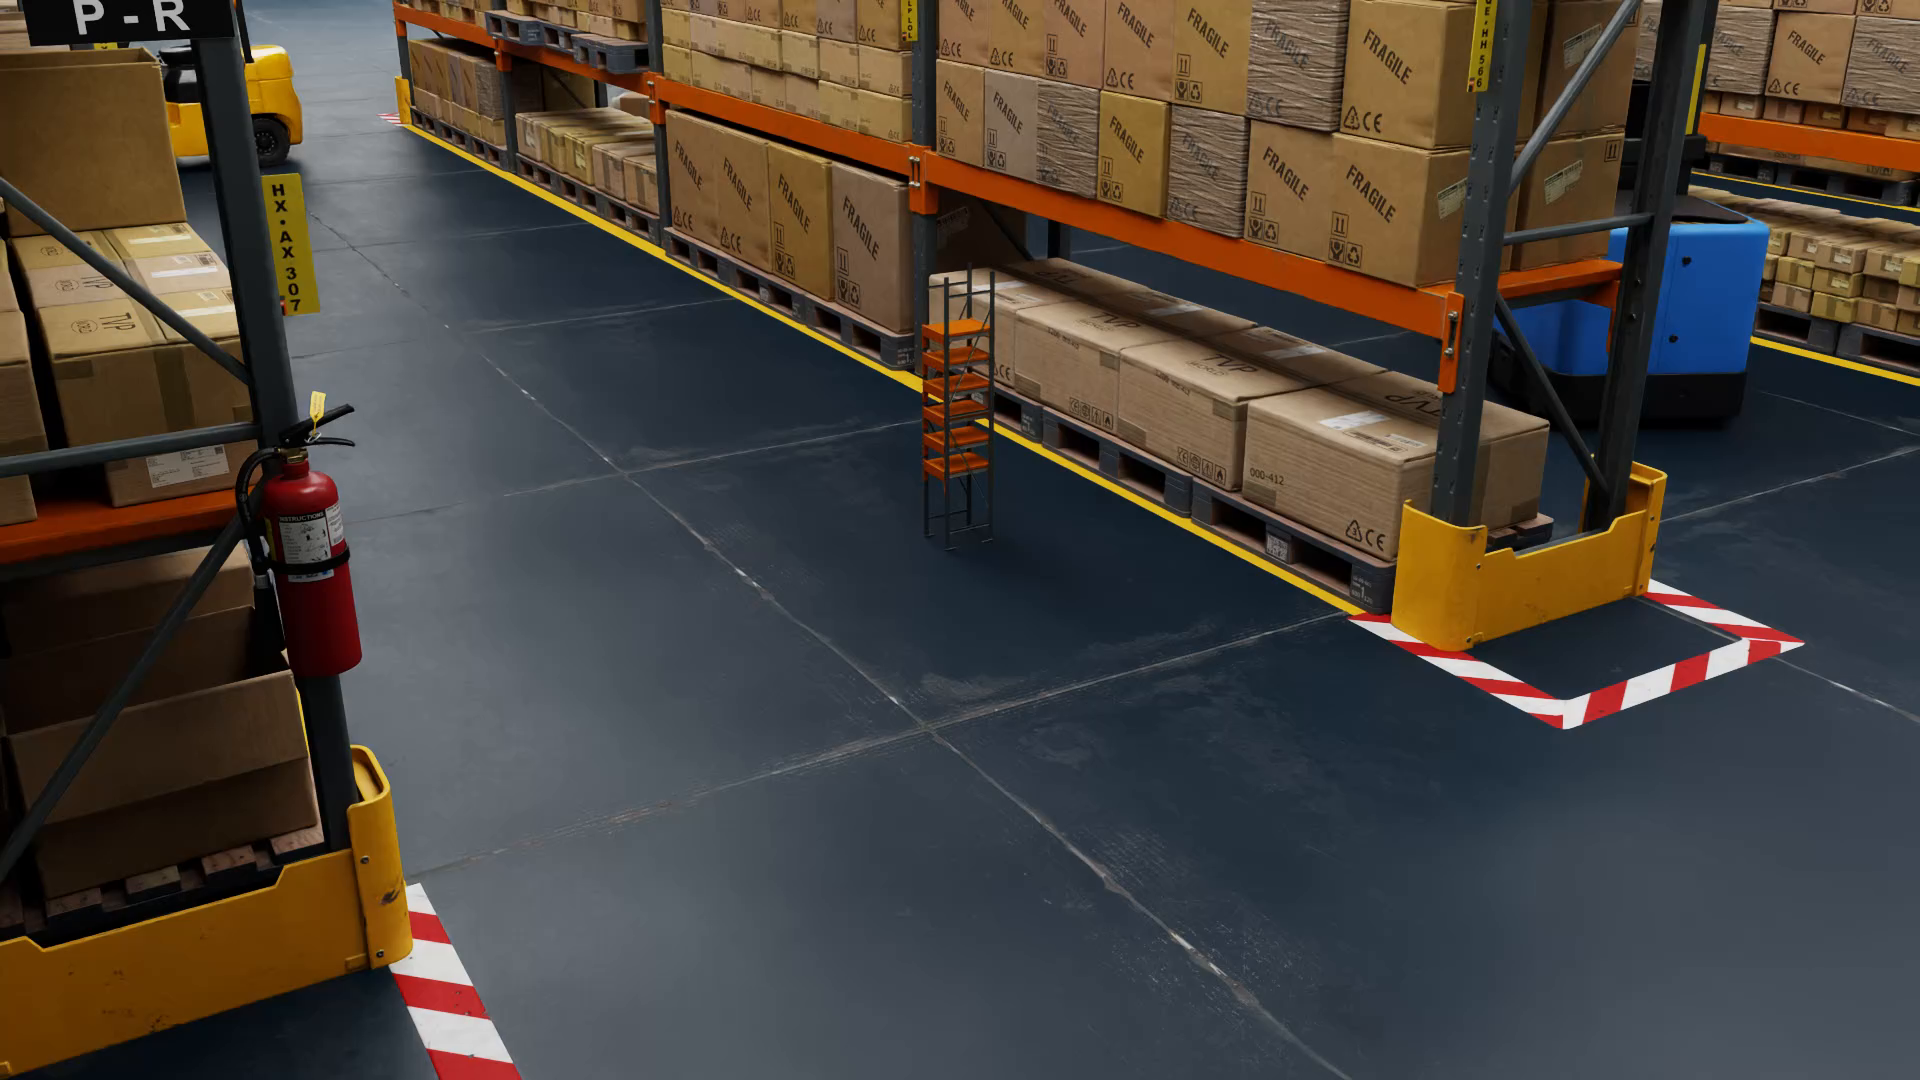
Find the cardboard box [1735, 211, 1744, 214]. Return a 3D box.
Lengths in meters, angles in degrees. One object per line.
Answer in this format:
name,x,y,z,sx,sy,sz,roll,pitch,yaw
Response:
cardboard box,4.871,-2.060,10.833,0.380,0.149,0.250,-12,25,-27

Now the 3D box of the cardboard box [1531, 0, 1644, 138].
cardboard box,2.239,-1.853,6.425,0.500,0.500,0.500,-13,26,-29

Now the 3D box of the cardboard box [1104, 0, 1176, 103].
cardboard box,0.991,-2.240,7.379,0.500,0.500,0.500,-13,25,-29

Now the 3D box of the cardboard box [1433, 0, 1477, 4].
cardboard box,1.884,-2.021,5.977,0.380,0.149,0.250,-12,25,-28

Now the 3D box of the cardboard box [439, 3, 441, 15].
cardboard box,-5.184,-5.532,17.273,0.380,0.149,0.250,-13,26,-30

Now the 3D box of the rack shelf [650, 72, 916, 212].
rack shelf,-0.826,-2.742,11.029,1.077,0.370,4.000,-13,25,-28

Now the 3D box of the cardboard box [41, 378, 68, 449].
cardboard box,-2.292,-0.372,4.576,0.380,0.149,0.250,-13,25,-29

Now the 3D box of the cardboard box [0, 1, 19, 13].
cardboard box,-6.022,-3.273,10.387,0.380,0.149,0.250,-12,25,-27

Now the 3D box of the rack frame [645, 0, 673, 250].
rack frame,-1.847,-3.723,12.487,1.000,3.000,0.127,-13,25,-28

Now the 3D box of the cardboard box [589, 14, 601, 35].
cardboard box,-2.705,-4.091,13.168,0.380,0.149,0.250,-14,26,-31

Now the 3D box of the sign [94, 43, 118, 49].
sign,-3.607,-1.980,7.049,0.100,0.325,0.005,-13,25,-28

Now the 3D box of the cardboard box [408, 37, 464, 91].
cardboard box,-5.747,-5.259,18.363,0.500,0.500,0.500,-14,26,-30

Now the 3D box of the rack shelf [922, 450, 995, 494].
rack shelf,-0.007,-0.297,7.204,0.258,0.103,0.180,-13,25,-28

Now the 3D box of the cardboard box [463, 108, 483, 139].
cardboard box,-4.704,-4.248,16.874,0.500,0.250,0.500,-13,26,-30

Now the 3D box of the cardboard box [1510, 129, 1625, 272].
cardboard box,2.241,-1.390,6.615,0.500,0.500,0.500,-13,25,-29

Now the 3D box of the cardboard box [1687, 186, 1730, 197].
cardboard box,5.103,-2.343,11.530,0.380,0.149,0.250,-13,25,-29

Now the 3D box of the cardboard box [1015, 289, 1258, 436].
cardboard box,0.882,-0.922,8.441,0.875,0.438,0.875,-13,26,-30

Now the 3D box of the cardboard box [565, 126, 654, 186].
cardboard box,-2.894,-3.369,14.548,0.950,0.372,0.625,-12,25,-26

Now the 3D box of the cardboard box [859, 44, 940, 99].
cardboard box,-0.238,-2.686,9.471,0.500,0.250,0.500,-13,25,-28

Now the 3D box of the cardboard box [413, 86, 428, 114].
cardboard box,-5.760,-4.919,18.523,0.500,0.250,0.500,-13,25,-29

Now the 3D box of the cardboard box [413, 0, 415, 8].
cardboard box,-5.731,-5.866,18.093,0.380,0.149,0.250,-14,26,-30

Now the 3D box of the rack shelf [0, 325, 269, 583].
rack shelf,-3.048,-0.491,5.492,1.077,0.370,4.000,-13,25,-28

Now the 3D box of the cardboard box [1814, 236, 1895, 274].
cardboard box,5.371,-1.714,9.983,0.380,0.149,0.250,-12,25,-26

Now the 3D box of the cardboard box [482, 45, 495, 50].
cardboard box,-4.779,-5.038,17.821,0.500,0.500,0.500,-13,26,-29

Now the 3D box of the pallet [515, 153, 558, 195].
pallet,-3.492,-3.474,15.578,1.003,0.211,1.213,-13,25,-28

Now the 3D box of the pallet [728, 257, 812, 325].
pallet,-0.890,-1.767,11.378,1.003,0.211,1.213,-13,25,-28

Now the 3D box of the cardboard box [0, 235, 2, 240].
cardboard box,-3.267,-0.841,5.201,0.500,0.250,0.500,-13,25,-28

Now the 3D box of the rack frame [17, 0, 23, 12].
rack frame,-6.113,-2.767,10.135,1.000,3.000,0.127,-13,25,-28

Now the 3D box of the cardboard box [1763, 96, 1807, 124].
cardboard box,5.154,-2.647,10.173,0.380,0.149,0.250,-12,25,-26

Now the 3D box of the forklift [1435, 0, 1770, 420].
forklift,3.512,-2.493,9.553,1.130,2.935,3.031,-1,22,-3

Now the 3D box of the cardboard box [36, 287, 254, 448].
cardboard box,-2.026,-0.444,4.224,0.500,0.250,0.500,-12,25,-28

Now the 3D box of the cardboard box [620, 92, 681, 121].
cardboard box,-3.268,-4.469,17.640,0.500,0.500,0.500,4,22,9

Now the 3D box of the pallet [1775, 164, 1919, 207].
pallet,8.256,-3.277,15.094,1.003,0.211,1.213,-13,25,-28

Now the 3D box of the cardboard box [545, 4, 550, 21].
cardboard box,-3.329,-4.525,14.236,0.380,0.149,0.250,-12,25,-28

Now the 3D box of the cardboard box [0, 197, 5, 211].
cardboard box,-3.088,-1.099,5.836,0.500,0.250,0.500,-13,25,-29

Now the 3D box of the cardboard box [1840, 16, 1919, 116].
cardboard box,5.466,-2.728,9.511,0.500,0.500,0.500,-13,25,-28

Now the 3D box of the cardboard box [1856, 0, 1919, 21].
cardboard box,5.463,-3.196,9.335,0.500,0.500,0.500,-11,25,-26

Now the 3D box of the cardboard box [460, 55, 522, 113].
cardboard box,-4.685,-4.590,16.718,0.500,0.500,0.500,-12,25,-27

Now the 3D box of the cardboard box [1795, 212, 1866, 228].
cardboard box,5.567,-1.987,10.656,0.380,0.149,0.250,-13,25,-28

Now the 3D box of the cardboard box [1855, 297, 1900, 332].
cardboard box,5.578,-1.365,9.915,0.380,0.149,0.250,-12,25,-28

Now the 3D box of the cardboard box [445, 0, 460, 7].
cardboard box,-4.869,-5.630,16.651,0.500,0.500,0.500,-12,25,-27

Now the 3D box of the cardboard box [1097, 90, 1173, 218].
cardboard box,0.976,-1.779,7.572,0.500,0.500,0.500,-12,25,-27

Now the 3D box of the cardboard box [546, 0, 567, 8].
cardboard box,-3.129,-4.700,13.806,0.500,0.500,0.500,-14,26,-30

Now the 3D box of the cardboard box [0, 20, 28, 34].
cardboard box,-4.790,-2.334,8.380,0.700,0.500,0.500,-13,25,-29

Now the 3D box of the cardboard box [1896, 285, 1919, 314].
cardboard box,5.661,-1.413,9.638,0.380,0.149,0.250,-14,26,-30

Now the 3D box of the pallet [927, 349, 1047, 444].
pallet,0.517,-0.875,9.183,1.003,0.211,1.213,-13,25,-28

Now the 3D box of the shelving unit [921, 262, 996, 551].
shelving unit,-0.007,-0.561,7.097,0.258,1.200,0.189,-13,25,-28

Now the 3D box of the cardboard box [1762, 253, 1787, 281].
cardboard box,5.106,-1.749,10.464,0.380,0.149,0.250,-12,25,-28

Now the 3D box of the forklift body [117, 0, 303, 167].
forklift body,-7.662,-4.700,16.019,2.313,2.155,1.214,-13,25,-28

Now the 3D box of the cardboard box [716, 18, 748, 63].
cardboard box,-1.294,-3.342,11.085,0.500,0.250,0.500,-13,25,-28

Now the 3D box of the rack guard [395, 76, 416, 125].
rack guard,-5.895,-5.130,19.268,1.175,0.500,0.348,-13,25,-28

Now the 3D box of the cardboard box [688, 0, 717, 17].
cardboard box,-1.544,-3.867,11.381,0.500,0.500,0.500,-12,25,-28

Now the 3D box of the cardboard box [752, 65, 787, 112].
cardboard box,-1.018,-2.954,10.793,0.500,0.250,0.500,-13,25,-28

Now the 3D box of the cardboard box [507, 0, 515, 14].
cardboard box,-3.880,-4.856,15.051,0.380,0.149,0.250,-12,25,-27

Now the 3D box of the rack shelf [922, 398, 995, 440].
rack shelf,-0.007,-0.519,7.114,0.258,0.103,0.180,-13,25,-28

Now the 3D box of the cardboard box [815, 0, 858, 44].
cardboard box,-0.519,-3.200,9.739,0.500,0.500,0.500,-12,25,-27

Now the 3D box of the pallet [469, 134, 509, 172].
pallet,-4.264,-3.936,16.715,1.003,0.211,1.213,-13,25,-28

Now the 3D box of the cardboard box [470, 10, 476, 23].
cardboard box,-4.632,-5.209,16.476,0.380,0.149,0.250,-13,25,-29

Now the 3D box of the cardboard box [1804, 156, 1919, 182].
cardboard box,8.371,-3.748,14.812,1.225,0.875,0.875,-13,25,-28

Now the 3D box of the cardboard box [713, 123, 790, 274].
cardboard box,-1.114,-2.404,11.506,0.875,0.875,0.875,-12,25,-28
